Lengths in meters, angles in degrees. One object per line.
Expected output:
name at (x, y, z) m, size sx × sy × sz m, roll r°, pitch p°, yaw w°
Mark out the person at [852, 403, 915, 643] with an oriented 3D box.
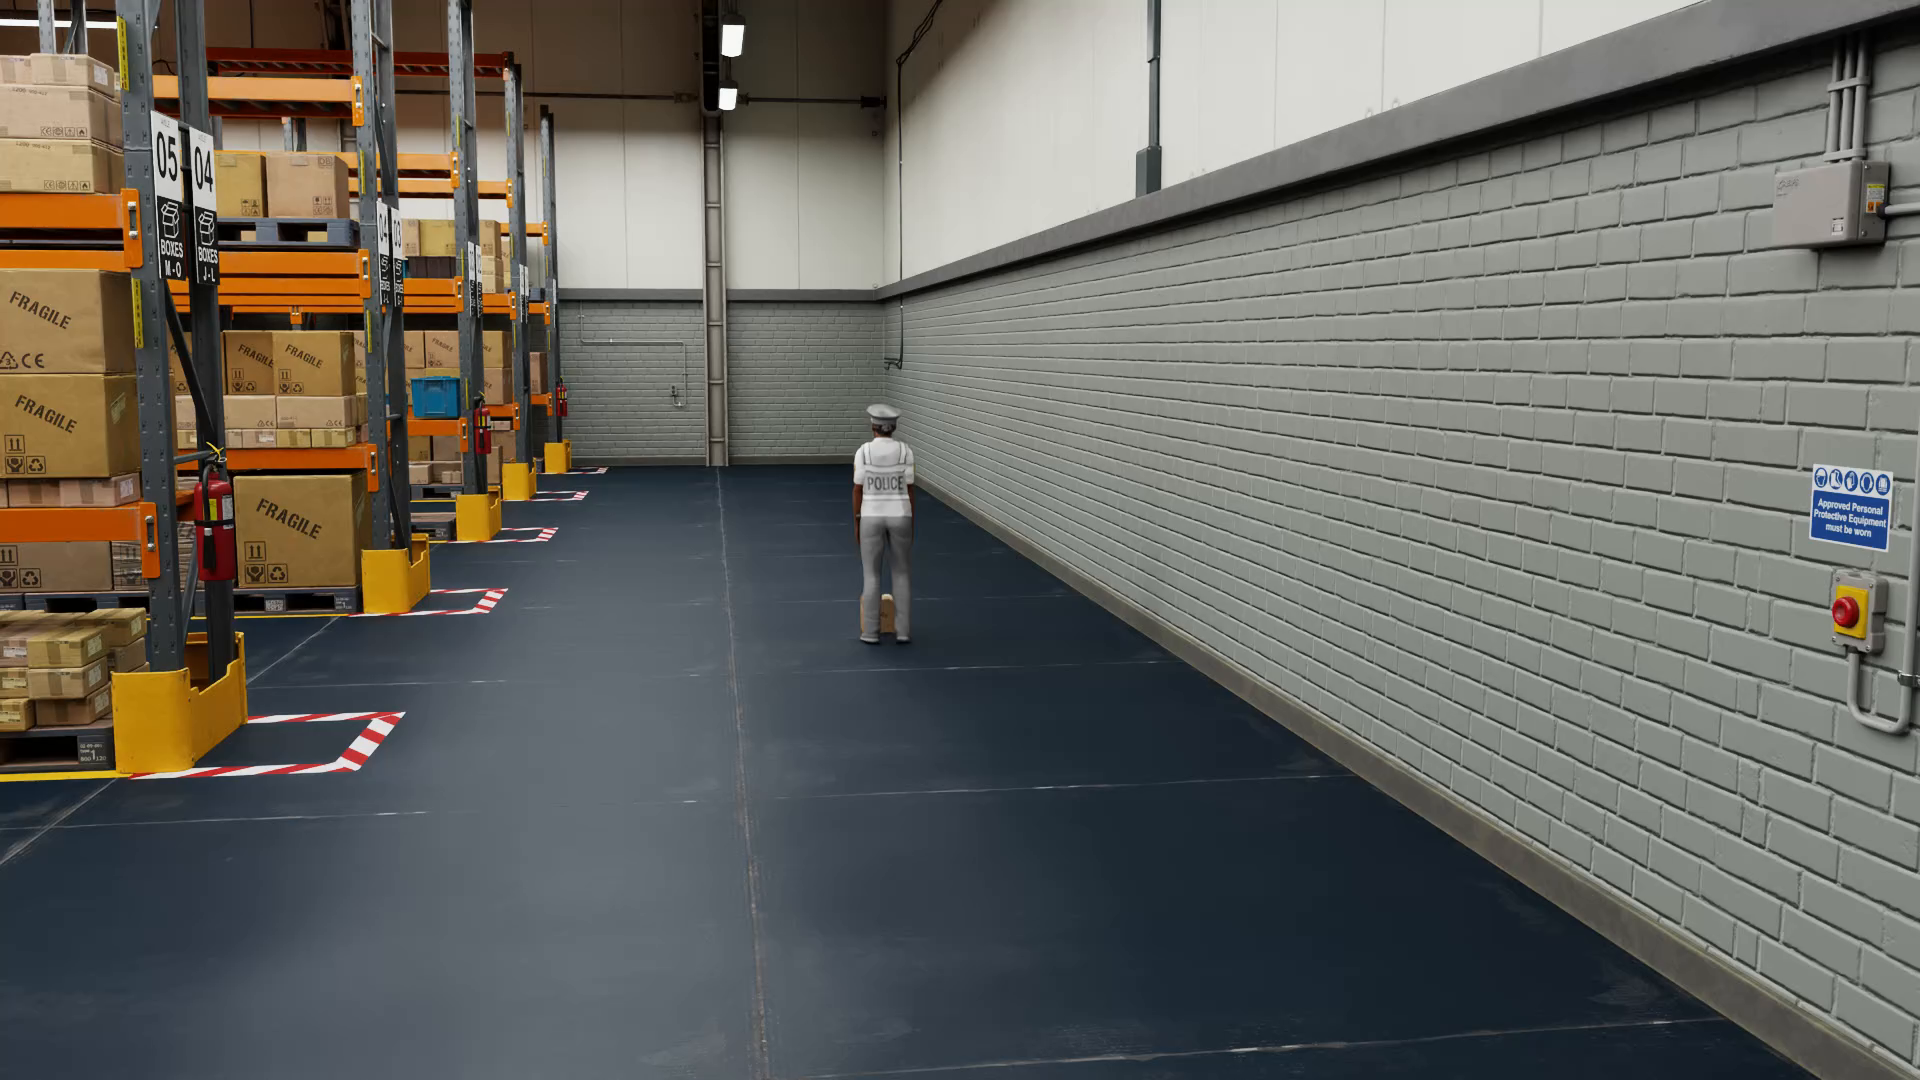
person at (-0.540, -0.096, 11.730) m, size 0.443 × 1.726 × 0.338 m, roll -1°, pitch 7°, yaw -8°
